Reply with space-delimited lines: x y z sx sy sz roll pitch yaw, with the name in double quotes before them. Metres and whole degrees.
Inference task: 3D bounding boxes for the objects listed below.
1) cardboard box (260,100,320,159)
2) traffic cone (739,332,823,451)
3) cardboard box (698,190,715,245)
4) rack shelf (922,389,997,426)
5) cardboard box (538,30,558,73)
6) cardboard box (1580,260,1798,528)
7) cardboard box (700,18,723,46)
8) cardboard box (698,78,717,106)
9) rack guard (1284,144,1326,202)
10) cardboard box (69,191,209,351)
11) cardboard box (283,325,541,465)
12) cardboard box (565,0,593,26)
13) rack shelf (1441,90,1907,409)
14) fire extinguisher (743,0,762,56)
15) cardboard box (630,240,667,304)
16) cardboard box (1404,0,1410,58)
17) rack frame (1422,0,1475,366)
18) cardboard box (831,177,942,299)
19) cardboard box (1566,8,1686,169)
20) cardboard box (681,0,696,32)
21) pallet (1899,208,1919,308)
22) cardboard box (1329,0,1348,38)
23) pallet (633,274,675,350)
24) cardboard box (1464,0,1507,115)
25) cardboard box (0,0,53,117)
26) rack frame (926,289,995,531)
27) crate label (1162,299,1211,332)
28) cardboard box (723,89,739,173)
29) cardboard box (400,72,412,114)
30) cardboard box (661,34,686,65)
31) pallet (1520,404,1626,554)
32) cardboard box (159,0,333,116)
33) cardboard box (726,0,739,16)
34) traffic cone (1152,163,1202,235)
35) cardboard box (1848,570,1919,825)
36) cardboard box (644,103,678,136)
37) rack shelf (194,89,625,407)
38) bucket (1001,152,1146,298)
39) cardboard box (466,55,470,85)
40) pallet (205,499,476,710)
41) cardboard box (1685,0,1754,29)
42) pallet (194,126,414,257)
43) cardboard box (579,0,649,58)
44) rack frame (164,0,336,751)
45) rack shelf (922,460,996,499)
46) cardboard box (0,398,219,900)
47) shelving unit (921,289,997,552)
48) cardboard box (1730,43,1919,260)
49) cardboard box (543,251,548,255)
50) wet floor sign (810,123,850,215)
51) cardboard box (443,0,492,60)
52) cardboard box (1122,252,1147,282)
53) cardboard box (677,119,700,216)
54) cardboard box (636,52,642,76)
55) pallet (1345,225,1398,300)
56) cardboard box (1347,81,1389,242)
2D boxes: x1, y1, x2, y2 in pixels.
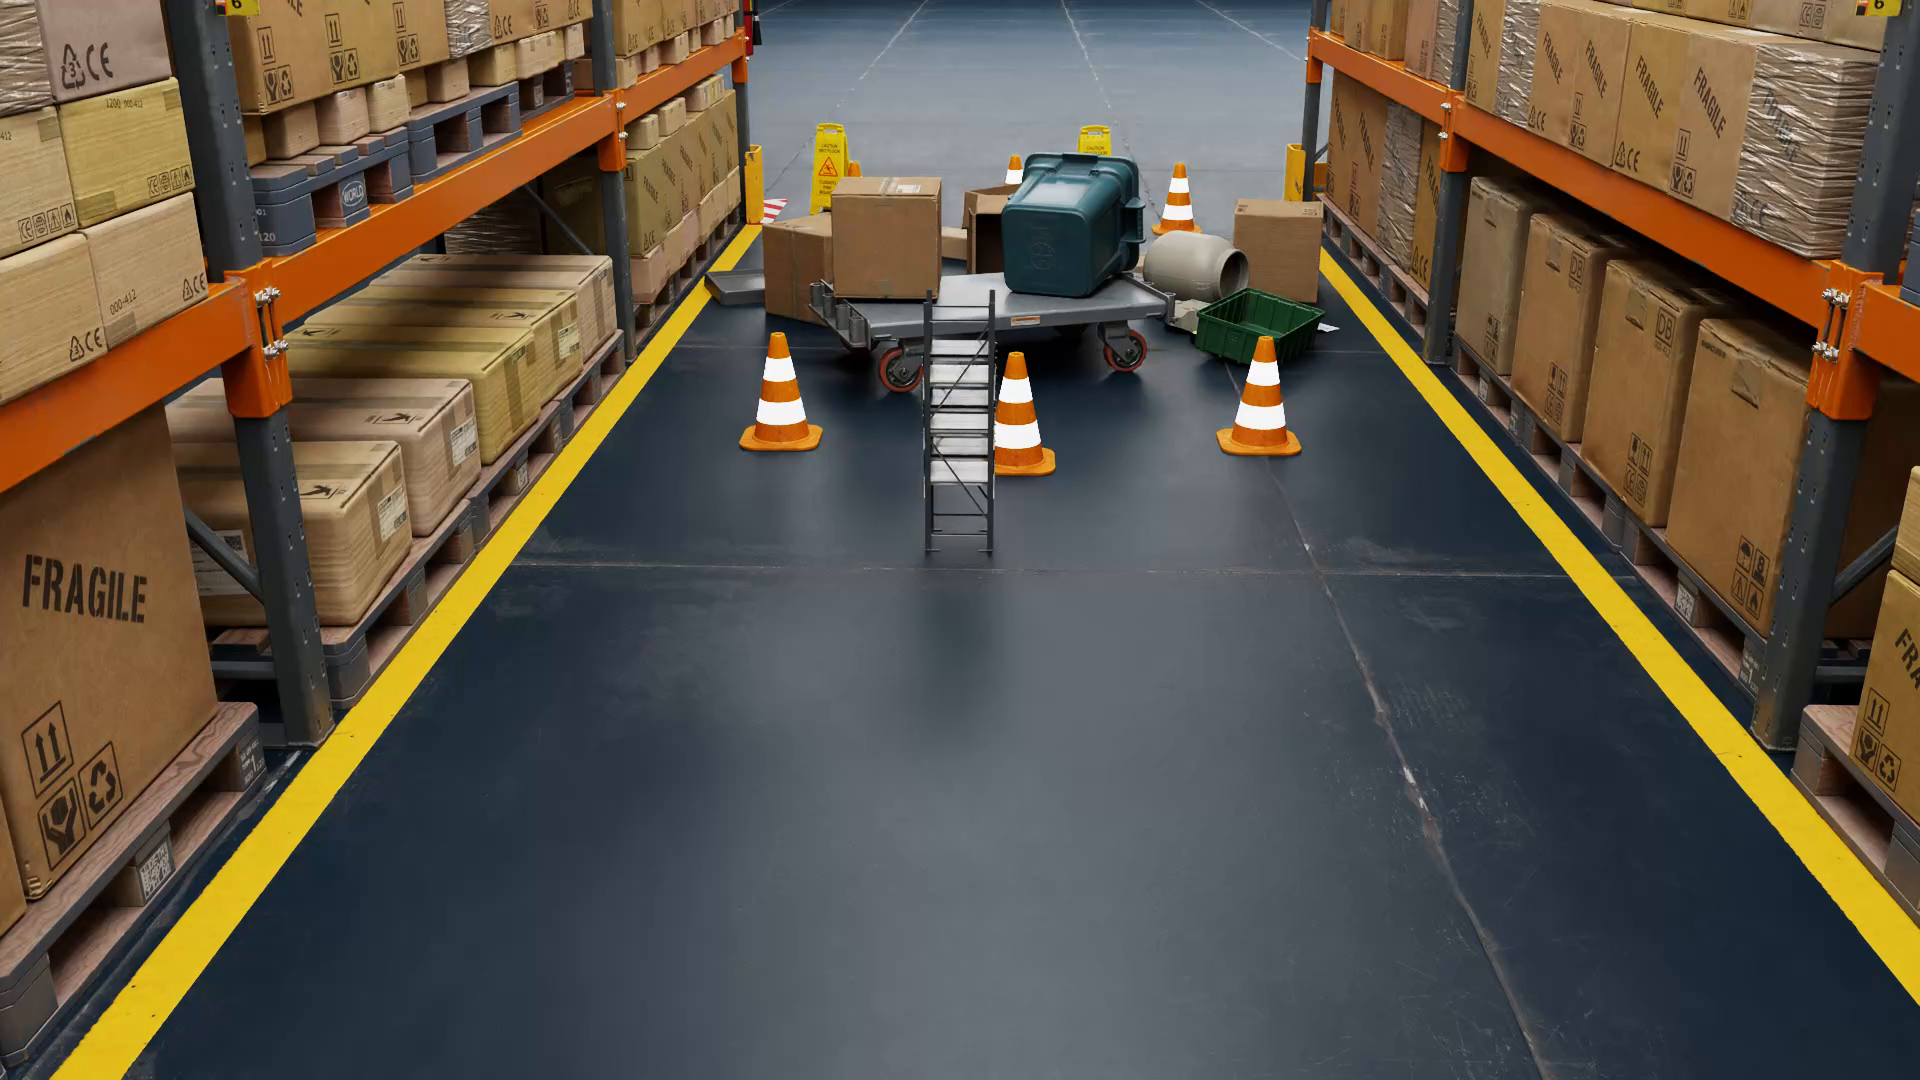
"cardboard box" -2.013 -1.147 4.605 0.380 0.149 0.250 -1 21 -2
"traffic cone" -0.768 -0.651 7.066 0.336 0.463 0.334 1 21 2
"cardboard box" -1.797 -1.986 10.220 0.500 0.250 0.500 0 21 0
"rack shelf" 0.000 -0.469 5.838 0.258 0.077 0.200 1 21 2
"cardboard box" -1.867 -1.998 6.798 0.380 0.149 0.250 0 21 1
"cardboard box" 2.832 -0.515 5.740 1.050 0.750 0.750 1 21 2
"cardboard box" -1.709 -3.210 10.503 0.380 0.149 0.250 1 21 3
"cardboard box" -1.726 -2.792 10.366 0.380 0.149 0.250 1 21 3
"rack guard" 2.944 -2.569 11.958 1.175 0.500 0.348 1 21 2
"cardboard box" -2.007 -0.595 3.624 0.500 0.250 0.500 0 21 0
"cardboard box" -2.181 -0.567 6.395 0.950 0.372 0.625 1 21 3
"cardboard box" -1.914 -2.509 7.218 0.500 0.500 0.500 0 21 1
"rack shelf" 2.761 -1.221 6.023 1.077 0.370 4.000 1 21 2
"fire extinguisher" -1.543 -3.744 11.638 0.296 0.674 0.183 1 21 2
"cardboard box" -1.841 -1.421 8.766 0.500 0.250 0.500 0 21 -1
"cardboard box" 2.949 -2.876 9.086 0.875 0.550 0.550 1 21 2
"rack frame" 2.822 -2.279 7.756 1.000 3.000 0.127 1 21 2
"cardboard box" -0.349 -1.476 8.095 0.500 0.500 0.500 1 21 2
"cardboard box" 2.489 -1.592 5.847 0.500 0.500 0.500 1 21 2
"cardboard box" -1.821 -3.185 9.540 0.500 0.500 0.500 1 21 2
"pallet" 2.785 -0.485 3.397 1.213 0.211 1.003 1 21 2
"cardboard box" 2.977 -3.661 11.110 0.875 0.550 0.550 1 21 2
"pallet" -2.144 -1.240 8.934 1.003 0.211 1.213 1 21 2
"cardboard box" 2.537 -2.139 7.256 0.500 0.500 0.500 1 21 2
"cardboard box" -2.012 -0.988 2.909 0.500 0.500 0.500 1 21 3
"rack frame" 0.003 -0.453 5.953 0.240 0.900 0.006 1 21 2
"crate label" 1.240 -1.204 8.943 0.298 0.136 0.250 -16 26 -35
"cardboard box" -1.771 -2.714 11.062 0.500 0.500 0.500 1 21 2
"cardboard box" -2.000 -1.433 5.341 0.380 0.149 0.250 2 21 5
"cardboard box" -1.751 -2.753 9.324 0.380 0.149 0.250 1 21 2
"pallet" 2.839 -0.257 6.400 1.003 0.211 1.213 1 21 2
"cardboard box" -2.006 -1.392 4.340 0.500 0.500 0.500 0 21 0
"cardboard box" -1.749 -3.729 10.945 0.500 0.500 0.500 0 21 1
"traffic cone" 1.508 -2.366 11.488 0.336 0.463 0.334 1 21 2
"cardboard box" 2.424 0.390 3.753 0.500 0.500 0.500 0 21 -1
"cardboard box" -1.764 -2.304 9.107 0.380 0.149 0.250 1 21 4
"rack shelf" -2.190 -1.239 6.069 1.077 0.370 4.000 1 21 2
"bucket" 0.521 -1.536 8.266 0.726 0.611 0.620 8 33 20
"cardboard box" -2.025 -1.724 6.092 0.380 0.149 0.250 0 21 0
"pallet" -2.226 0.167 5.308 1.003 0.211 1.213 1 21 2
"cardboard box" 2.751 -1.876 5.198 0.700 0.500 0.500 0 21 1
"pallet" -2.336 -1.020 4.777 1.213 0.211 1.003 1 21 2
"cardboard box" -1.837 -2.638 8.133 0.500 0.500 0.500 1 21 1
"rack frame" -2.251 -0.851 4.075 1.000 3.000 0.127 1 21 2
"rack shelf" 0.000 -0.218 5.936 0.258 0.077 0.200 1 21 2
"cardboard box" -2.355 0.193 3.742 0.875 0.875 0.875 0 21 1
"shelving unit" 0.000 -0.417 5.859 0.258 0.900 0.210 1 21 2
"cardboard box" 2.445 -1.045 4.438 0.500 0.500 0.500 1 21 2
"cardboard box" -2.380 -1.428 8.783 0.500 0.250 0.500 2 21 4
"wet floor sign" -0.932 -2.703 12.103 0.267 0.644 0.232 8 23 20
"cardboard box" -1.965 -1.953 5.787 0.500 0.500 0.500 0 21 0
"cardboard box" 1.033 -1.646 9.905 0.396 0.266 0.258 4 22 11
"cardboard box" -1.819 -2.152 9.613 0.500 0.500 0.500 2 21 4
"cardboard box" -1.866 -2.479 8.618 0.380 0.149 0.250 1 21 1
"pallet" 2.957 -1.696 10.107 1.003 0.211 1.213 1 21 2
"cardboard box" 2.964 -2.367 10.338 0.875 0.875 0.875 0 21 1
